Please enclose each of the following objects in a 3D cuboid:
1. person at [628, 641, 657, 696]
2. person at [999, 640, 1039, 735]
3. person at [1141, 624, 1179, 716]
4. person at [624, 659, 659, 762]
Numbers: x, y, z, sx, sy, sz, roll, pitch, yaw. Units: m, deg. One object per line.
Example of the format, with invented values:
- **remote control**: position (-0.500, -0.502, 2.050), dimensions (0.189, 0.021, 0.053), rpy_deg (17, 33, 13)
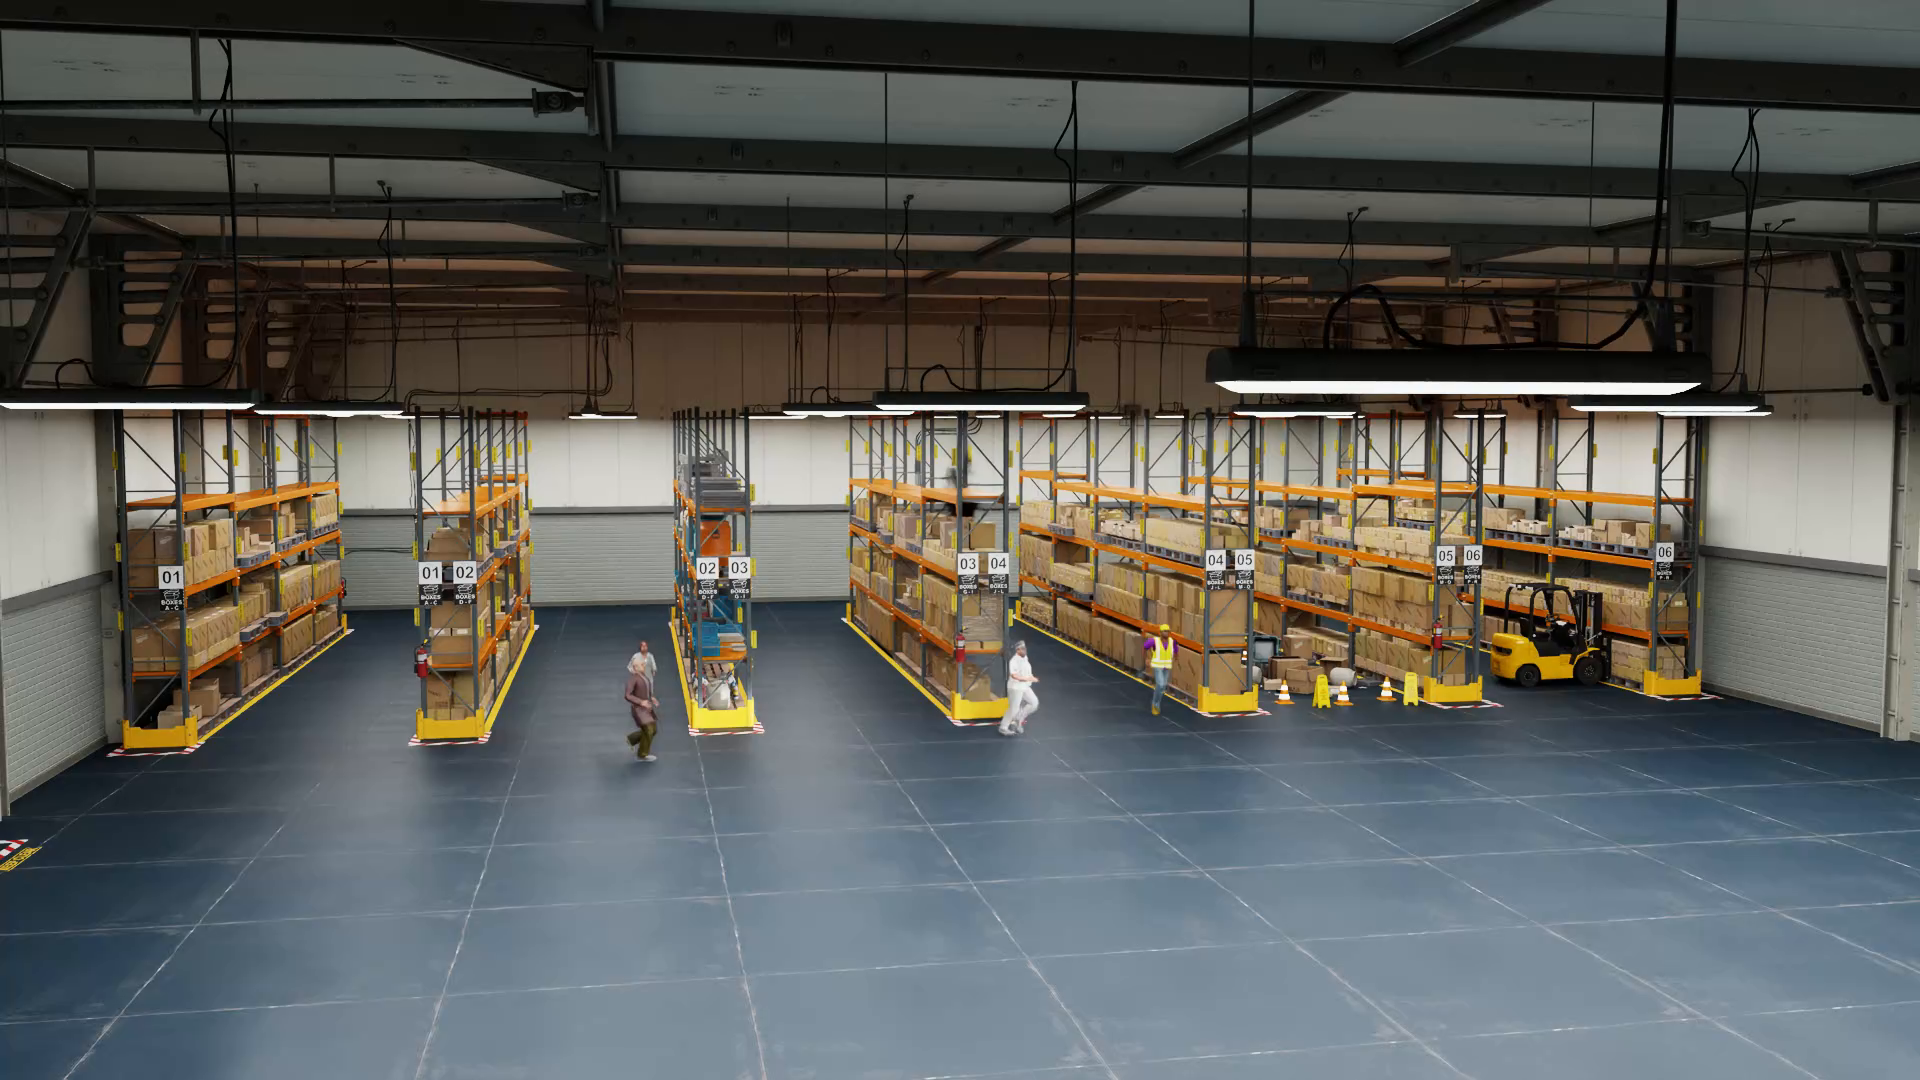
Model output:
- **person**: position (-5.994, 2.695, 31.562), dimensions (0.531, 1.556, 0.540), rpy_deg (-2, 5, -26)
- **person**: position (1.117, 2.680, 30.301), dimensions (0.815, 1.735, 0.688), rpy_deg (3, 5, 34)
- **person**: position (3.968, 2.542, 32.660), dimensions (0.693, 1.800, 0.741), rpy_deg (-2, 4, -21)
- **person**: position (-5.405, 2.863, 28.032), dimensions (0.669, 1.724, 0.707), rpy_deg (1, 4, 15)
